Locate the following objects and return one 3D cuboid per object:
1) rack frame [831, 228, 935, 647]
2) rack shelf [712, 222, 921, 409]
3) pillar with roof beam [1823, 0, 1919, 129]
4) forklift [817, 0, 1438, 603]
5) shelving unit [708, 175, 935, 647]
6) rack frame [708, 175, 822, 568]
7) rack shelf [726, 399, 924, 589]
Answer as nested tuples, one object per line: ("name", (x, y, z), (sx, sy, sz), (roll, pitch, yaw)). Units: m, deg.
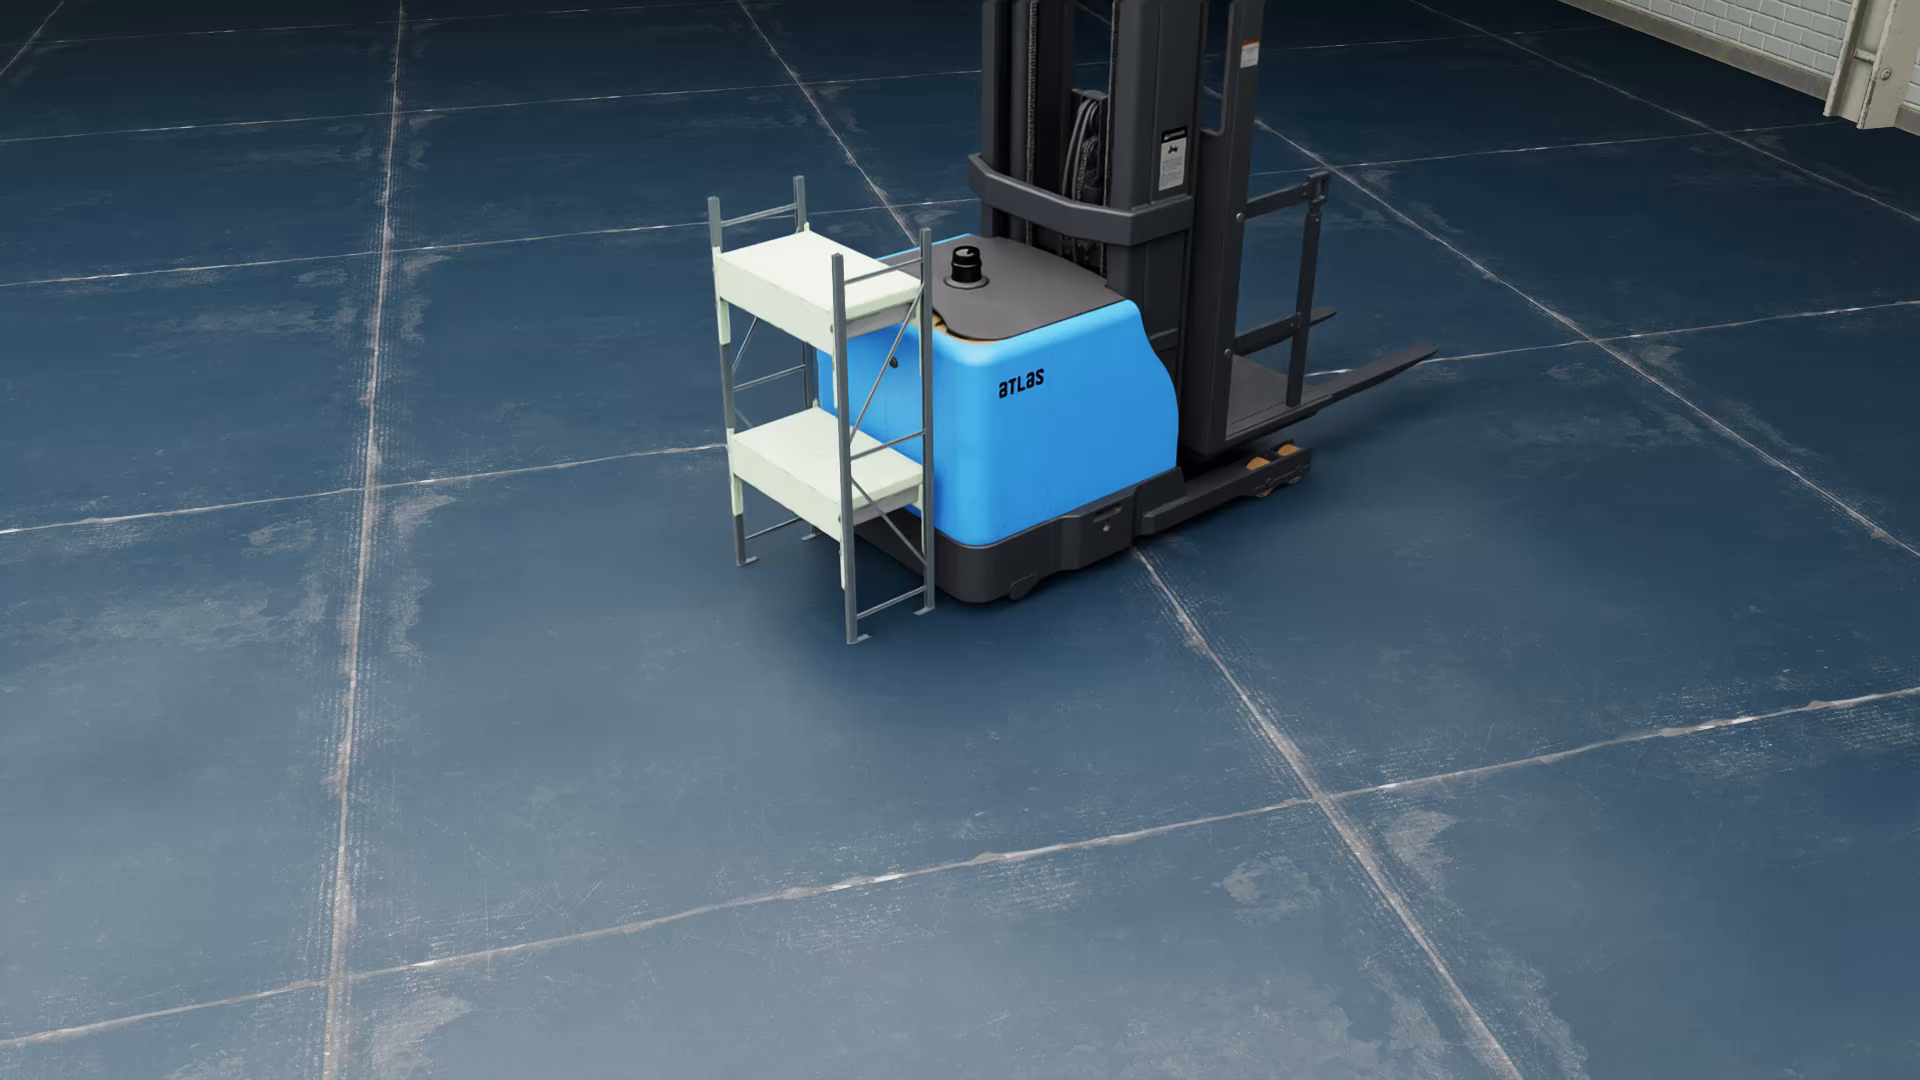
("rack frame", (-0.255, -0.328, 5.820), (0.400, 1.500, 0.023), (-23, 37, -34))
("rack shelf", (-0.490, -0.806, 5.867), (0.431, 0.370, 0.720), (-23, 37, -34))
("pillar with roof beam", (2.328, -6.347, 8.732), (9.100, 9.000, 0.400), (-8, 31, -13))
("forklift", (0.887, -1.633, 6.646), (3.031, 2.935, 1.130), (-22, 37, -33))
("shelving unit", (-0.490, -0.469, 6.062), (0.431, 1.500, 0.755), (-23, 37, -34))
("rack frame", (-0.725, -0.609, 6.305), (0.400, 1.500, 0.023), (-23, 37, -34))
("rack shelf", (-0.490, -0.186, 6.226), (0.431, 0.370, 0.720), (-23, 37, -34))
